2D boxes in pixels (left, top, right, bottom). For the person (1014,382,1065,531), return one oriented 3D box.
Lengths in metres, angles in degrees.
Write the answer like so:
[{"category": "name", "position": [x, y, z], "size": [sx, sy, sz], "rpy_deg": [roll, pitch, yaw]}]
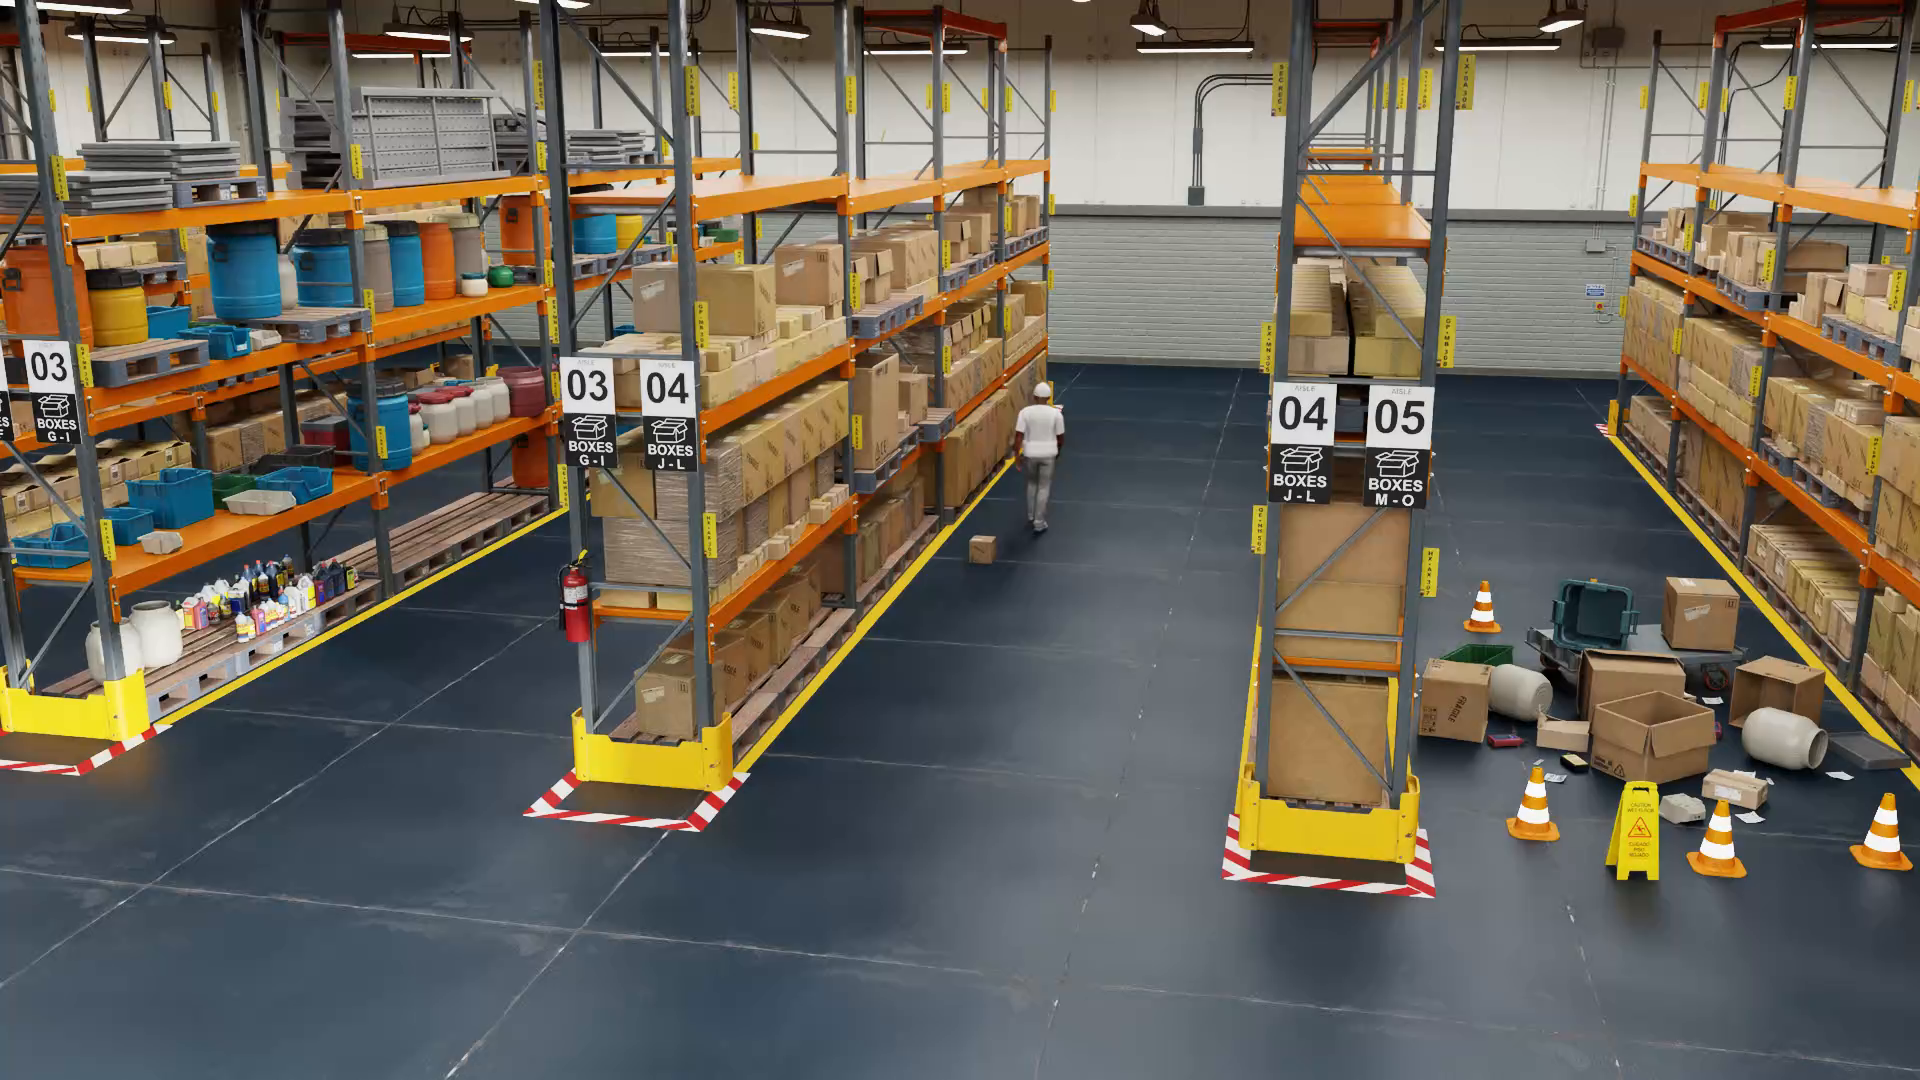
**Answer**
[{"category": "person", "position": [0.959, -0.983, 19.812], "size": [0.571, 1.816, 0.756], "rpy_deg": [4, 15, 14]}]
